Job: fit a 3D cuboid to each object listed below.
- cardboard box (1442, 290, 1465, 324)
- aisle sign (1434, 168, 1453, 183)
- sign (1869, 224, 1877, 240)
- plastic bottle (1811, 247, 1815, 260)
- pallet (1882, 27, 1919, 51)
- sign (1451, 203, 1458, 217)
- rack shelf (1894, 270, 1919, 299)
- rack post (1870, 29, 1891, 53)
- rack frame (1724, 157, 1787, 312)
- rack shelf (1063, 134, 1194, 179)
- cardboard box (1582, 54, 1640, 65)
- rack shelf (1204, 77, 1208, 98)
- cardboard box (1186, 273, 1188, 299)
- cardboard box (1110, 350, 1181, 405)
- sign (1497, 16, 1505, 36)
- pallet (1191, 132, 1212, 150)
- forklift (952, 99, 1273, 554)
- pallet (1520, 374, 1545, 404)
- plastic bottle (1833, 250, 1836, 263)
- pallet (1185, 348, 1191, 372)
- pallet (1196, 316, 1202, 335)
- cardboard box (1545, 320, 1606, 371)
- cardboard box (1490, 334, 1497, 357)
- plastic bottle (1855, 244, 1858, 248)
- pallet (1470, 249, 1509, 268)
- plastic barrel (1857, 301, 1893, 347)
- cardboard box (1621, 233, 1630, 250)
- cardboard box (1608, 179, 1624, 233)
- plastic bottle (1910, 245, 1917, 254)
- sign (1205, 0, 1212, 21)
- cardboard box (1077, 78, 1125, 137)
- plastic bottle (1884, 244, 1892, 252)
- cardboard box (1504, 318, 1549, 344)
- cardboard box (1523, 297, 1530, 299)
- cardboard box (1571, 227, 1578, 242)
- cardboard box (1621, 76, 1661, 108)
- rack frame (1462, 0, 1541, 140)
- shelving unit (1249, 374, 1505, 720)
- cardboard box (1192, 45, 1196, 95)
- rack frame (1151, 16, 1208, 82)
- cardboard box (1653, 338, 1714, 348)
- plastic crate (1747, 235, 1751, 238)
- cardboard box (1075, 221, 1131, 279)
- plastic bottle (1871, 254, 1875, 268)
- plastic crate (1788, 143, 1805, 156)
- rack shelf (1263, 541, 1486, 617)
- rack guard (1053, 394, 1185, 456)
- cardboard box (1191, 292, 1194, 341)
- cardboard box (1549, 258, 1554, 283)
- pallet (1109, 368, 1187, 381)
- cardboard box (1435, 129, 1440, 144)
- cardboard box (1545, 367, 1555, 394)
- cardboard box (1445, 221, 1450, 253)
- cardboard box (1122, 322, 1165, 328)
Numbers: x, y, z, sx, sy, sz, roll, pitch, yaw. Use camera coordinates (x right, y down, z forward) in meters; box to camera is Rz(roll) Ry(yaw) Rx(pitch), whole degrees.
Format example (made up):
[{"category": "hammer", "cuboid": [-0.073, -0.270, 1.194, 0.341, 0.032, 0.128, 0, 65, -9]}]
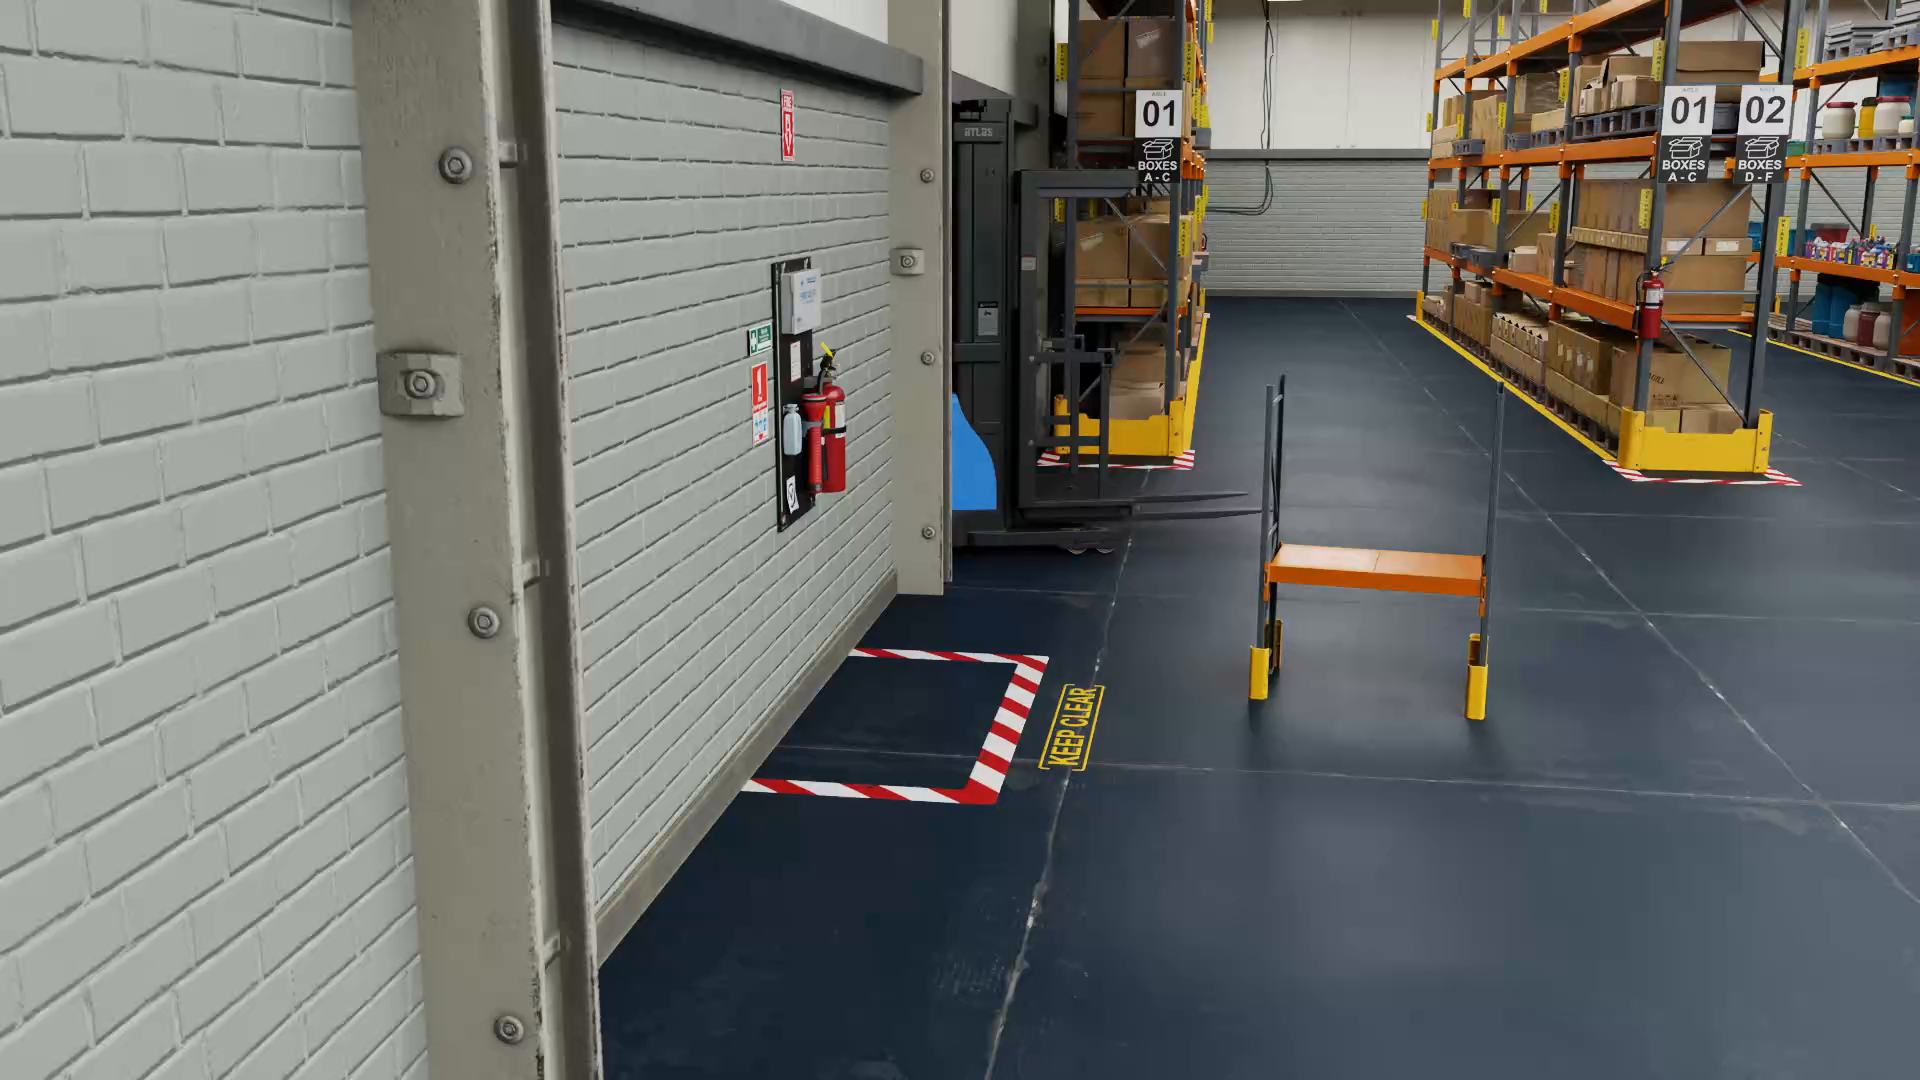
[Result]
[{"category": "cardboard box", "cuboid": [7.987, -3.717, 26.508, 0.500, 0.500, 0.500, 2, 12, 9]}, {"category": "aisle sign", "cuboid": [8.515, -6.723, 29.398, 0.394, 0.787, 0.004, 2, 12, 9]}, {"category": "sign", "cuboid": [13.617, -4.552, 24.836, 0.100, 0.325, 0.005, 2, 12, 9]}, {"category": "plastic bottle", "cuboid": [12.575, -4.222, 24.438, 0.097, 0.201, 0.097, 0, 12, 0]}, {"category": "pallet", "cuboid": [12.600, -6.396, 21.208, 1.213, 0.211, 1.003, 2, 12, 9]}, {"category": "sign", "cuboid": [7.642, -5.035, 25.681, 0.100, 0.325, 0.005, 2, 12, 9]}, {"category": "rack shelf", "cuboid": [12.151, -2.834, 19.230, 1.077, 0.370, 4.000, 2, 12, 9]}, {"category": "rack post", "cuboid": [12.888, -6.697, 22.396, 0.937, 0.300, 0.954, 3, 13, 15]}, {"category": "rack frame", "cuboid": [13.689, -5.267, 28.813, 1.000, 3.000, 0.127, 2, 12, 9]}, {"category": "rack shelf", "cuboid": [1.746, -3.788, 16.540, 1.077, 0.370, 4.000, 2, 12, 9]}, {"category": "cardboard box", "cuboid": [7.083, -5.022, 18.137, 0.500, 0.500, 0.500, 2, 12, 9]}, {"category": "rack shelf", "cuboid": [3.592, -7.557, 27.857, 1.077, 0.370, 4.000, 2, 12, 9]}, {"category": "cardboard box", "cuboid": [1.977, -2.500, 16.280, 0.500, 0.250, 0.500, 2, 12, 8]}, {"category": "cardboard box", "cuboid": [1.884, -1.661, 16.972, 0.700, 0.500, 0.500, 1, 12, 5]}, {"category": "sign", "cuboid": [9.340, -8.873, 28.712, 0.100, 0.325, 0.005, 2, 12, 9]}, {"category": "pallet", "cuboid": [2.410, -4.806, 19.998, 1.213, 0.211, 1.003, 2, 12, 9]}, {"category": "forklift", "cuboid": [0.623, -1.450, 11.263, 3.031, 2.935, 1.130, -2, 12, -7]}, {"category": "pallet", "cuboid": [7.024, -1.722, 18.982, 1.003, 0.211, 1.213, 2, 12, 9]}, {"category": "plastic bottle", "cuboid": [12.438, -4.037, 23.579, 0.097, 0.201, 0.097, 0, 12, 0]}, {"category": "pallet", "cuboid": [2.547, -2.397, 22.115, 1.003, 0.211, 1.213, 2, 12, 9]}, {"category": "pallet", "cuboid": [3.478, -3.548, 27.456, 1.003, 0.211, 1.213, 2, 12, 9]}, {"category": "cardboard box", "cuboid": [6.568, -2.072, 17.736, 0.500, 0.500, 0.500, 2, 12, 9]}, {"category": "cardboard box", "cuboid": [7.194, -2.525, 21.618, 0.500, 0.250, 0.500, 2, 12, 8]}, {"category": "plastic bottle", "cuboid": [12.384, -3.945, 22.955, 0.061, 0.283, 0.133, 2, 12, 9]}, {"category": "pallet", "cuboid": [7.599, -3.813, 22.520, 1.213, 0.211, 1.003, 2, 12, 9]}, {"category": "plastic barrel", "cuboid": [12.690, -2.966, 22.862, 0.600, 0.588, 0.708, 2, 12, 9]}, {"category": "cardboard box", "cuboid": [6.363, -2.764, 15.422, 0.380, 0.149, 0.250, 2, 12, 10]}, {"category": "cardboard box", "cuboid": [6.656, -3.207, 15.940, 0.700, 0.500, 0.500, 2, 12, 9]}, {"category": "plastic bottle", "cuboid": [13.057, -3.909, 22.808, 0.152, 0.276, 0.135, 2, 12, 9]}, {"category": "sign", "cuboid": [3.822, -8.168, 25.630, 0.100, 0.325, 0.005, 2, 12, 9]}, {"category": "cardboard box", "cuboid": [1.253, -3.877, 14.961, 0.500, 0.500, 0.500, 3, 12, 13]}, {"category": "plastic bottle", "cuboid": [13.016, -4.022, 23.341, 0.097, 0.271, 0.097, 0, 12, 0]}, {"category": "cardboard box", "cuboid": [7.040, -2.583, 20.558, 0.500, 0.311, 0.500, 2, 12, 7]}, {"category": "cardboard box", "cuboid": [8.302, -3.374, 24.919, 0.500, 0.500, 0.500, 2, 12, 9]}, {"category": "cardboard box", "cuboid": [6.716, -3.247, 17.661, 0.380, 0.149, 0.250, 2, 12, 9]}, {"category": "cardboard box", "cuboid": [6.250, -4.013, 14.900, 0.500, 0.250, 0.500, 2, 12, 9]}, {"category": "rack frame", "cuboid": [8.179, -7.528, 25.066, 1.000, 3.000, 0.127, 2, 12, 9]}, {"category": "shelving unit", "cuboid": [1.984, 0.002, 7.925, 1.083, 1.500, 0.587, 4, 13, 17]}, {"category": "cardboard box", "cuboid": [2.170, -4.876, 17.219, 0.500, 0.500, 0.500, 3, 12, 12]}, {"category": "rack frame", "cuboid": [3.899, -8.521, 29.671, 1.000, 3.000, 0.127, 2, 12, 9]}, {"category": "cardboard box", "cuboid": [6.775, -1.638, 15.726, 0.500, 0.500, 0.500, 2, 12, 9]}, {"category": "plastic crate", "cuboid": [13.123, -4.900, 27.364, 0.416, 0.233, 0.300, 2, 12, 9]}, {"category": "cardboard box", "cuboid": [1.301, -2.665, 15.270, 0.500, 0.500, 0.500, 2, 12, 8]}, {"category": "plastic bottle", "cuboid": [12.215, -3.735, 22.176, 0.097, 0.201, 0.097, 0, 12, 0]}, {"category": "plastic crate", "cuboid": [12.840, -5.895, 25.111, 0.450, 0.188, 0.662, 2, 12, 9]}, {"category": "rack shelf", "cuboid": [1.992, 0.178, 7.961, 1.000, 0.185, 0.538, 4, 13, 17]}, {"category": "rack guard", "cuboid": [1.450, -1.051, 15.185, 1.175, 0.500, 0.348, 2, 12, 9]}, {"category": "cardboard box", "cuboid": [2.912, -3.226, 23.448, 0.750, 0.750, 0.750, 2, 12, 8]}, {"category": "cardboard box", "cuboid": [6.903, -3.054, 18.862, 0.396, 0.266, 0.258, 2, 12, 7]}, {"category": "pallet", "cuboid": [2.172, -1.889, 19.758, 1.003, 0.211, 1.213, 2, 12, 9]}, {"category": "cardboard box", "cuboid": [8.375, -6.863, 28.270, 0.500, 0.250, 0.500, 2, 12, 9]}, {"category": "cardboard box", "cuboid": [6.578, -1.705, 17.814, 0.500, 0.250, 0.500, 2, 12, 9]}, {"category": "cardboard box", "cuboid": [8.081, -4.864, 26.707, 0.500, 0.500, 0.500, 2, 12, 10]}, {"category": "cardboard box", "cuboid": [2.215, -2.695, 19.989, 0.500, 0.250, 0.500, 2, 12, 7]}]
